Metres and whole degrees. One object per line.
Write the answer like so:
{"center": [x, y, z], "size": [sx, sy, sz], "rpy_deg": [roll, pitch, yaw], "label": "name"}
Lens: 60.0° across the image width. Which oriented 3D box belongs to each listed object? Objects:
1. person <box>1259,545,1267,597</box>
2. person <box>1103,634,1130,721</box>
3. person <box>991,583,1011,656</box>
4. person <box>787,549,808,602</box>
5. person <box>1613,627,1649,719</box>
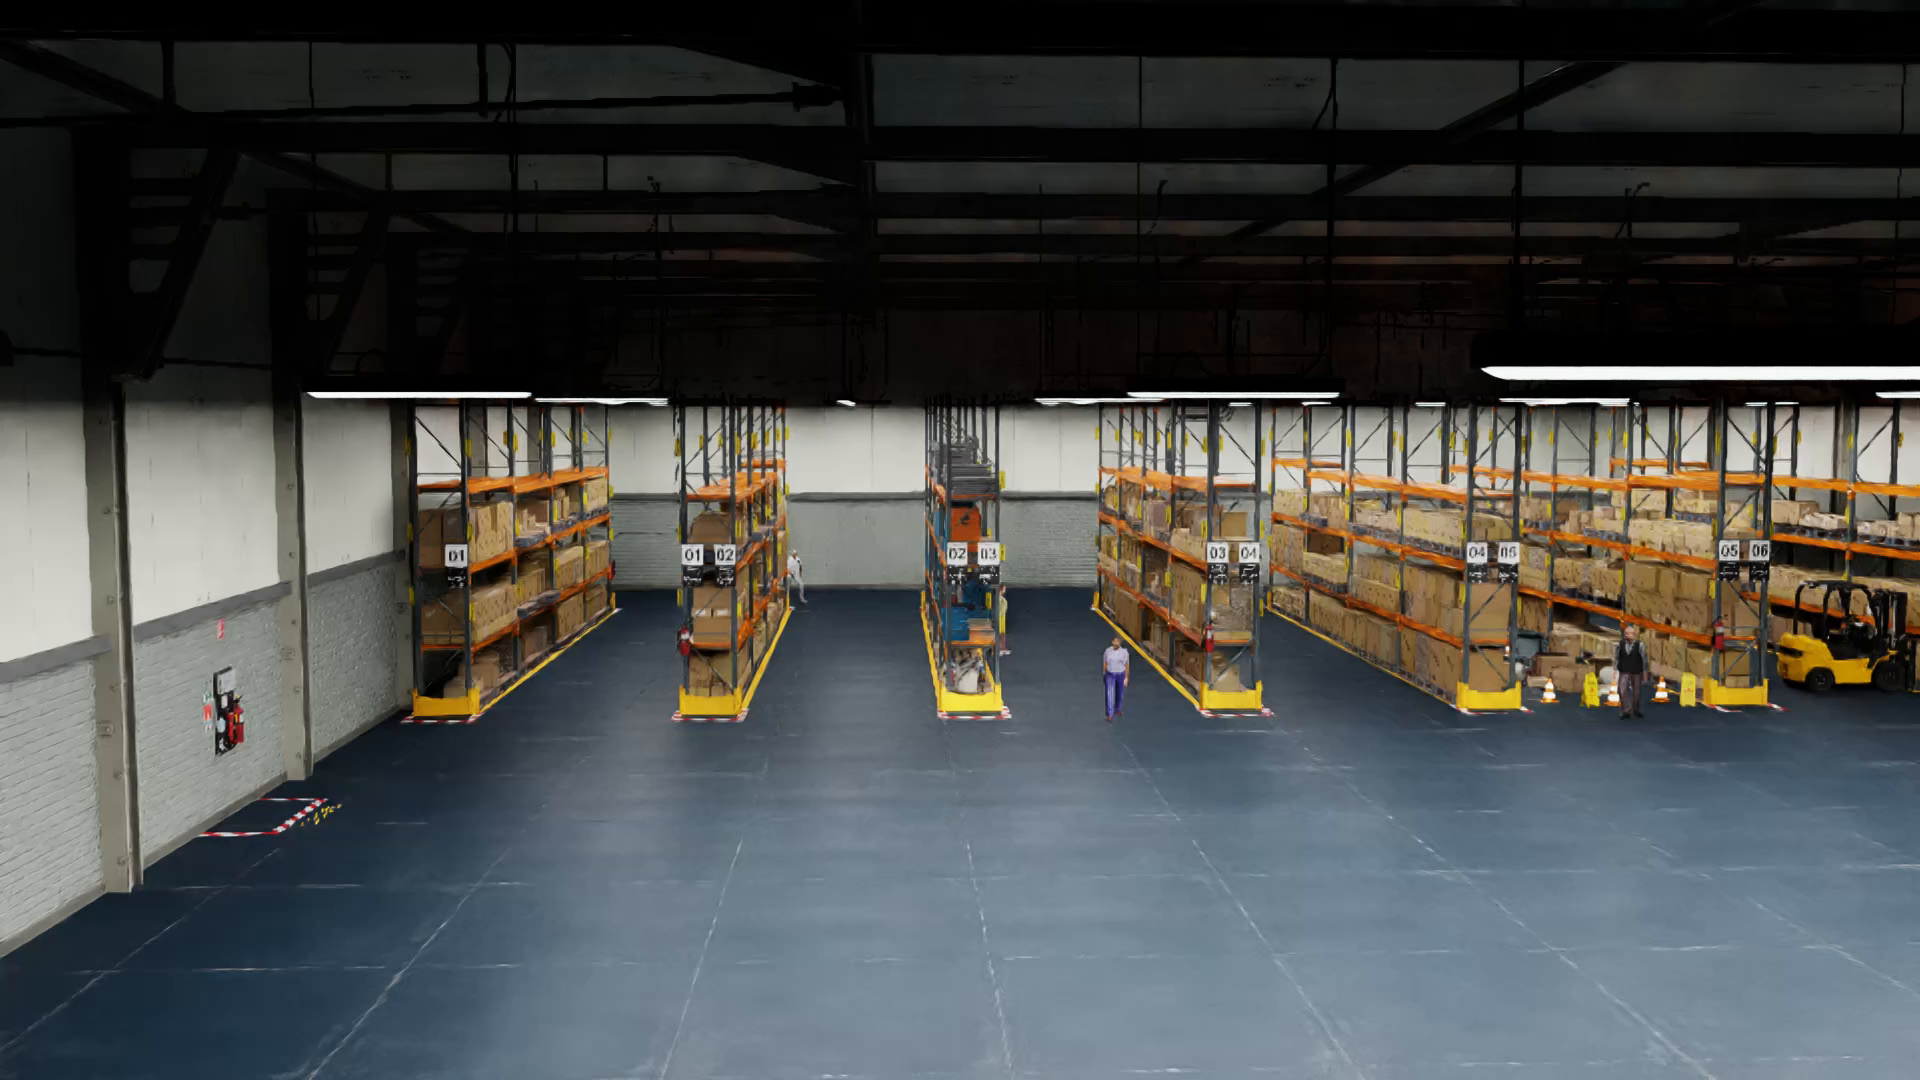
{"center": [8.959, 0.922, 50.561], "size": [0.488, 1.624, 0.938], "rpy_deg": [-2, 5, -26], "label": "person"}
{"center": [2.878, 2.508, 30.608], "size": [0.481, 1.563, 1.094], "rpy_deg": [0, 5, 0], "label": "person"}
{"center": [0.951, 1.835, 38.573], "size": [0.459, 1.673, 0.586], "rpy_deg": [0, 5, 2], "label": "person"}
{"center": [-4.902, 1.042, 49.099], "size": [0.655, 1.607, 0.767], "rpy_deg": [-2, 5, -23], "label": "person"}
{"center": [12.456, 2.448, 30.869], "size": [0.626, 1.703, 0.590], "rpy_deg": [3, 5, 31], "label": "person"}
